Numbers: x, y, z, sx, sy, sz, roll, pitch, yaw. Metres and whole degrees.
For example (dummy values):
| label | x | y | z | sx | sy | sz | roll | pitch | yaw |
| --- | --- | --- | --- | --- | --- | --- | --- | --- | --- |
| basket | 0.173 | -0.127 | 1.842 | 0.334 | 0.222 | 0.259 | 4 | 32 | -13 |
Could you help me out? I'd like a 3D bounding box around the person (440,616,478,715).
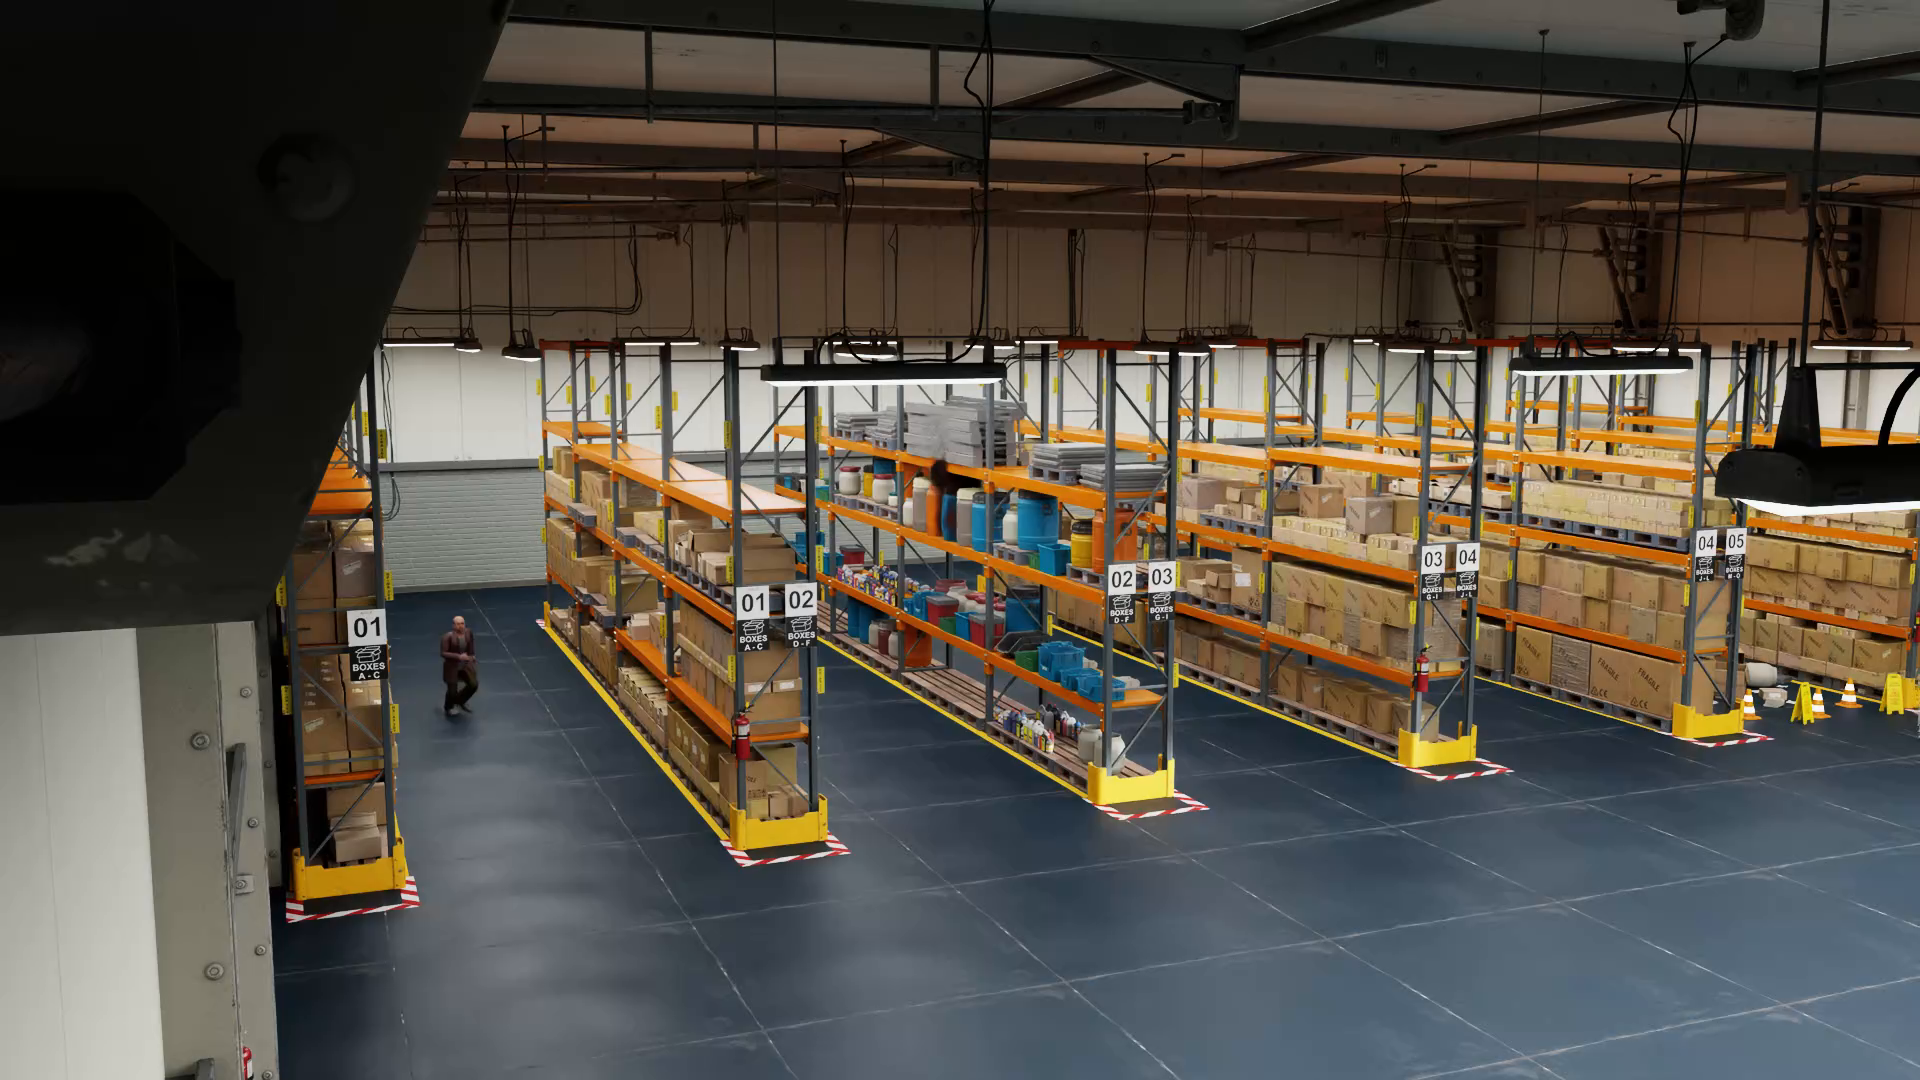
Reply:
| label | x | y | z | sx | sy | sz | roll | pitch | yaw |
| --- | --- | --- | --- | --- | --- | --- | --- | --- | --- |
| person | -8.048 | 2.026 | 26.724 | 0.717 | 1.669 | 0.927 | -7 | 10 | -44 |
